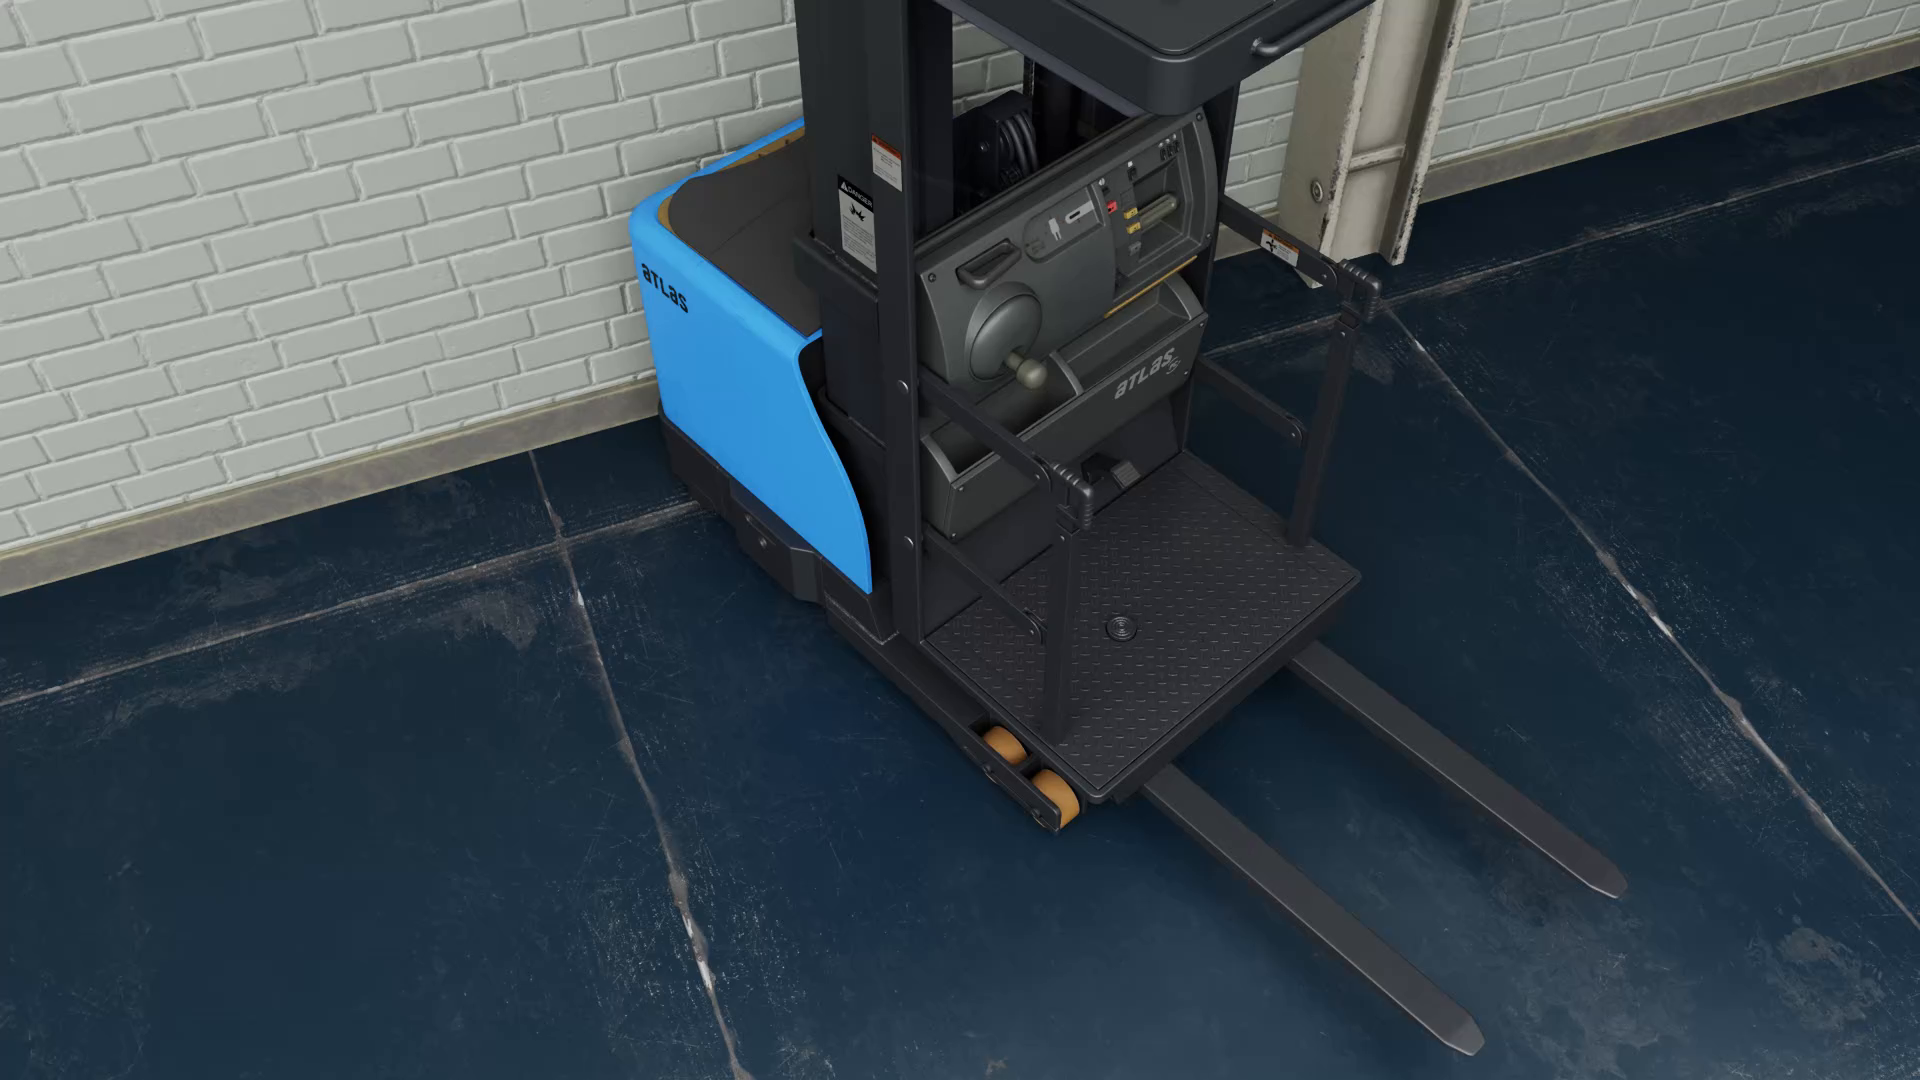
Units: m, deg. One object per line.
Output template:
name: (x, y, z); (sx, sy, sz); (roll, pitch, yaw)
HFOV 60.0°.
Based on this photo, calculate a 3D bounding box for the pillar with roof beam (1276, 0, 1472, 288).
pillar with roof beam: (3.027, -0.985, 0.164); (0.400, 9.000, 9.100); (-17, 52, -14)

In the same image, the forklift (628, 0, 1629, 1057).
forklift: (0.423, -0.608, 3.840); (1.130, 2.935, 3.031); (-35, 58, -26)
